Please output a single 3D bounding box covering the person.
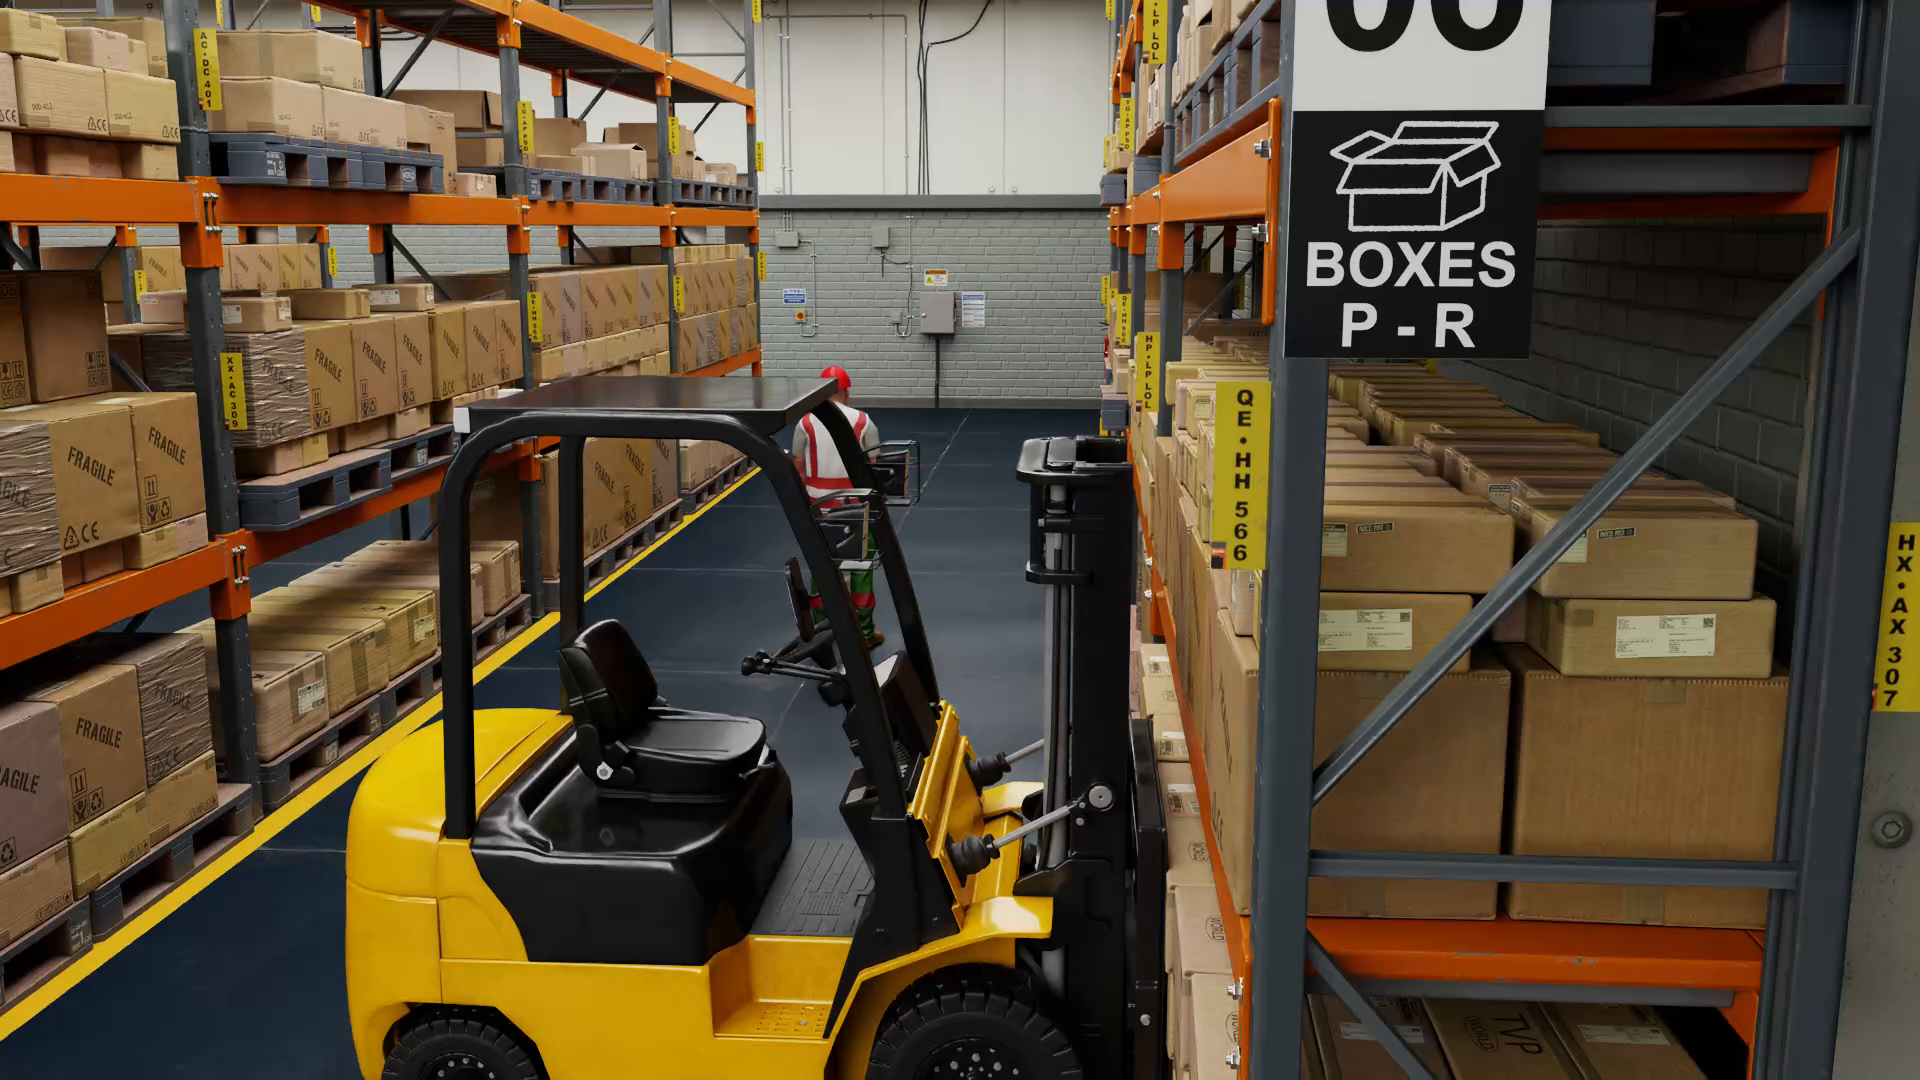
[{"bbox_3d":[-0.761,-0.200,10.454,0.595,1.778,0.449,0,11,2],"label":"person"}]
